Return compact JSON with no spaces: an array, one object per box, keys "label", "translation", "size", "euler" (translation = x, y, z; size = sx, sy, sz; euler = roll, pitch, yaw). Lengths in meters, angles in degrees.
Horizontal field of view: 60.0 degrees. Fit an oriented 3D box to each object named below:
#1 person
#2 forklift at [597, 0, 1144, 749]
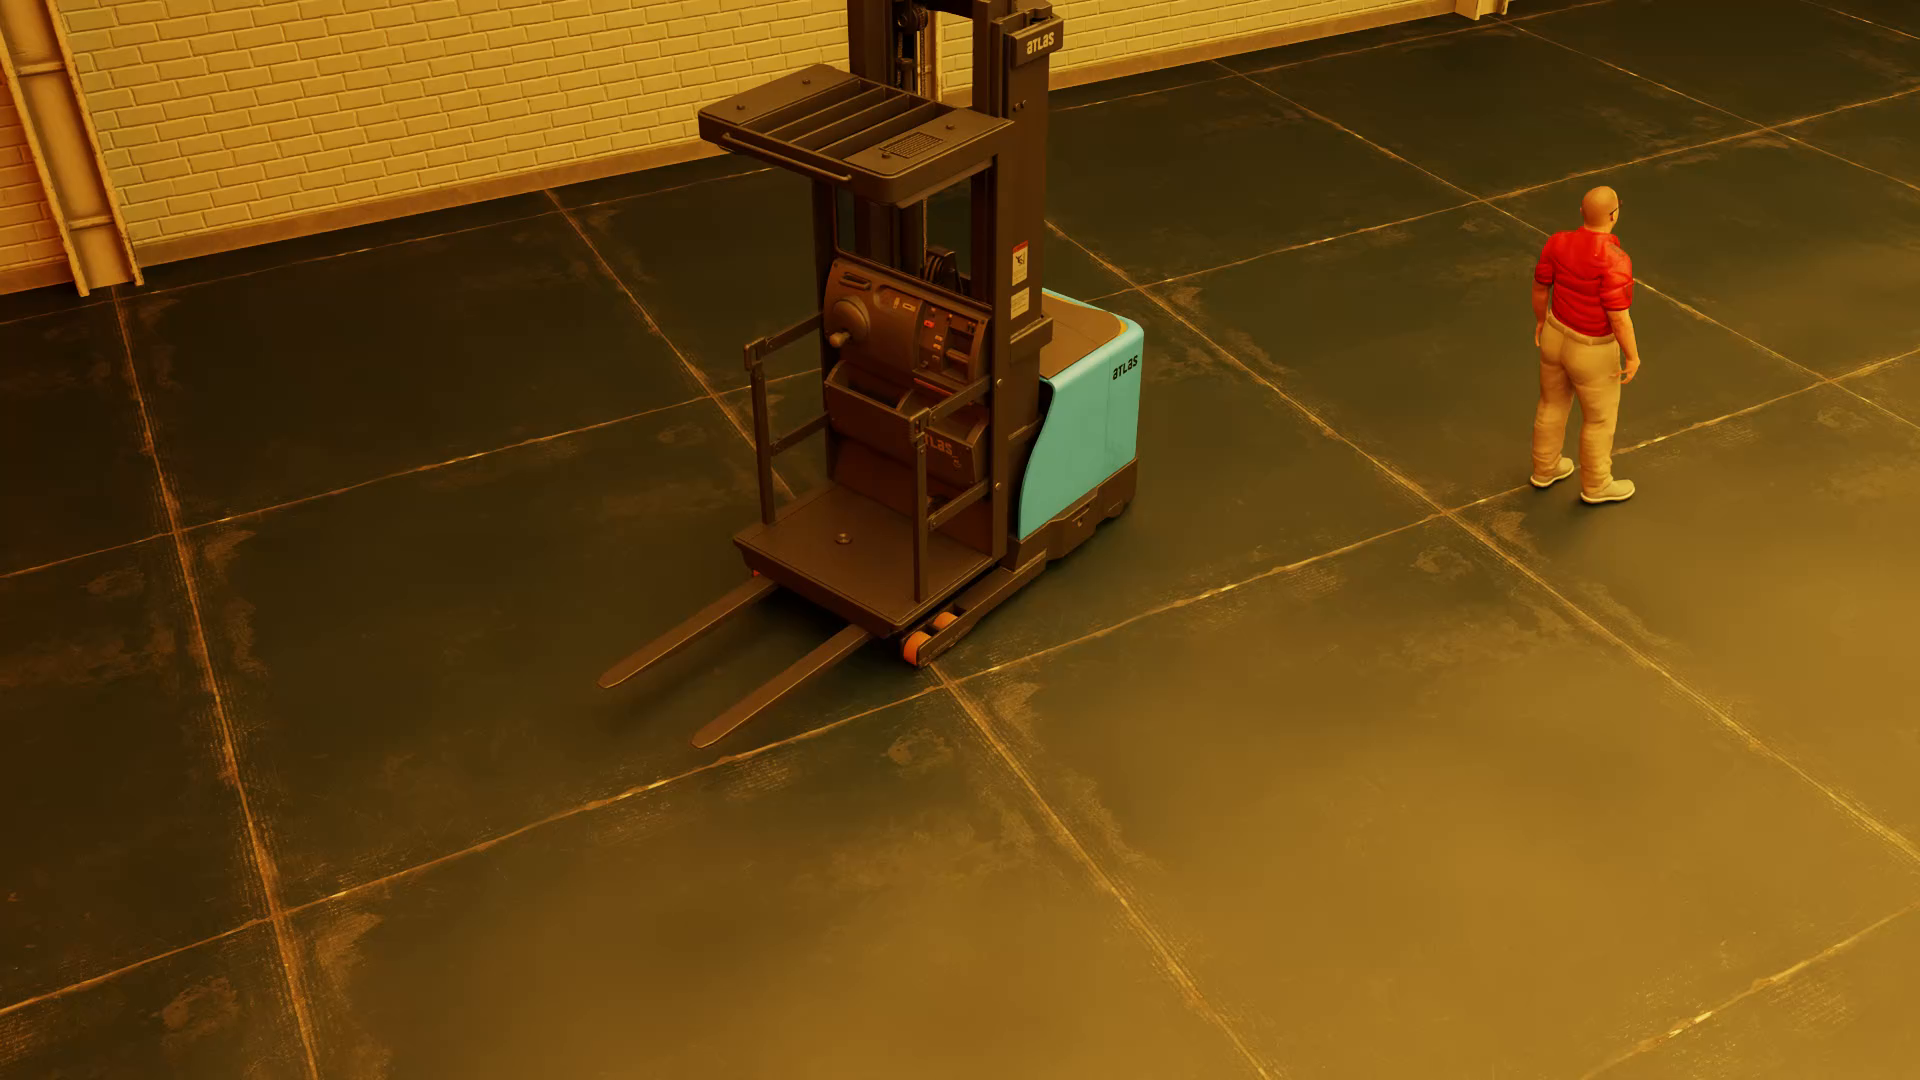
[{"label":"person","translation":[3.275,-1.024,8.601],"size":[0.551,1.727,0.640],"euler":[-20,40,-26]},{"label":"forklift","translation":[-0.390,-0.927,7.434],"size":[1.130,2.935,3.031],"euler":[26,43,31]}]
